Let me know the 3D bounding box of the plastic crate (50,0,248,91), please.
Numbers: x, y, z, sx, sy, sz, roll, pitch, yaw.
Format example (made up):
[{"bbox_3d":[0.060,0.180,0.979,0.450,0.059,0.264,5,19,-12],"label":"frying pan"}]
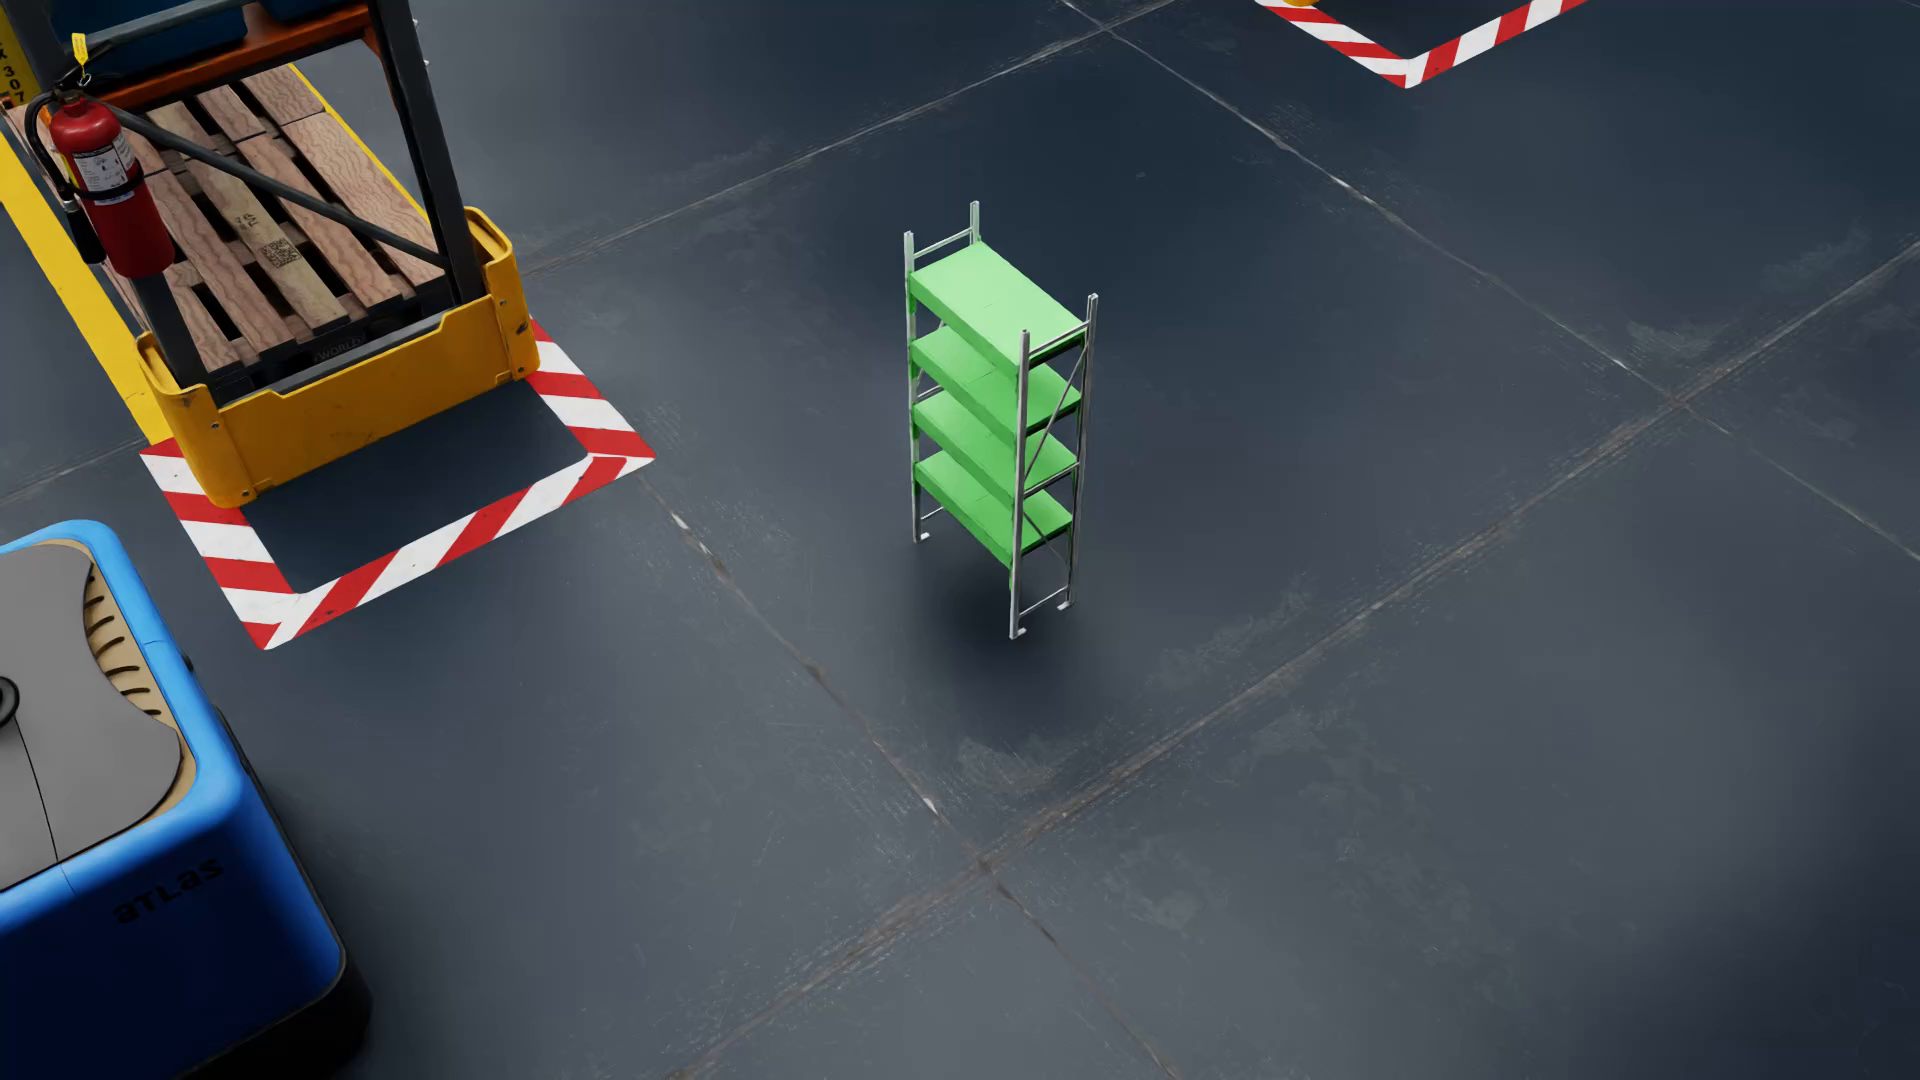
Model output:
[{"bbox_3d":[-2.383,-1.604,4.615,0.616,0.435,0.499,-29,54,-24],"label":"plastic crate"}]

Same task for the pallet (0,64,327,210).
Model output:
[{"bbox_3d":[-3.235,-1.745,6.689,1.003,0.211,1.213,-29,54,-24],"label":"pallet"}]

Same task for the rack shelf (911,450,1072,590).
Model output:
[{"bbox_3d":[0.100,-0.101,4.942,0.258,0.148,0.480,-29,54,-24],"label":"rack shelf"}]

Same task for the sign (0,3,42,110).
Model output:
[{"bbox_3d":[-2.460,-1.257,4.255,0.100,0.325,0.005,-29,54,-24],"label":"sign"}]

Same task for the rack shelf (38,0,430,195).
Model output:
[{"bbox_3d":[-3.243,-2.396,5.883,1.077,0.370,4.000,-29,54,-24],"label":"rack shelf"}]

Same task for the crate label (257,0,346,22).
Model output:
[{"bbox_3d":[-1.919,-1.716,4.853,0.416,0.233,0.303,-29,54,-24],"label":"crate label"}]

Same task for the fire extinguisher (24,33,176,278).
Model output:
[{"bbox_3d":[-2.302,-1.015,4.449,0.296,0.674,0.183,-29,54,-24],"label":"fire extinguisher"}]

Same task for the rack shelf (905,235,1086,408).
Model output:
[{"bbox_3d":[0.100,-0.585,4.409,0.258,0.148,0.480,-29,54,-24],"label":"rack shelf"}]

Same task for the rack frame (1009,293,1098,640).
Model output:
[{"bbox_3d":[0.248,-0.162,4.587,0.240,1.200,0.015,-29,54,-24],"label":"rack frame"}]

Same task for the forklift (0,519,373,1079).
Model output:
[{"bbox_3d":[-2.940,0.593,2.734,3.031,2.935,1.130,-28,54,-23],"label":"forklift"}]

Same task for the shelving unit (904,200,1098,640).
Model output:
[{"bbox_3d":[0.100,-0.305,4.717,0.258,1.200,0.503,-29,54,-24],"label":"shelving unit"}]

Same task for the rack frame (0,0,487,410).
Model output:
[{"bbox_3d":[-2.032,-1.459,4.548,1.000,3.000,0.127,-29,54,-24],"label":"rack frame"}]

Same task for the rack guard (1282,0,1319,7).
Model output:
[{"bbox_3d":[1.867,-2.884,7.527,1.175,0.500,0.348,-29,54,-24],"label":"rack guard"}]

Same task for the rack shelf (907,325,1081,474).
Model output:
[{"bbox_3d":[0.100,-0.424,4.587,0.258,0.148,0.480,-29,54,-24],"label":"rack shelf"}]

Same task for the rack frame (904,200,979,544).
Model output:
[{"bbox_3d":[-0.048,-0.449,4.847,0.240,1.200,0.015,-29,54,-24],"label":"rack frame"}]

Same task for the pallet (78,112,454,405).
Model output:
[{"bbox_3d":[-2.500,-1.026,6.037,1.003,0.211,1.213,-29,54,-24],"label":"pallet"}]

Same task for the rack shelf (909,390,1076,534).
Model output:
[{"bbox_3d":[0.100,-0.262,4.764,0.258,0.148,0.480,-29,54,-24],"label":"rack shelf"}]

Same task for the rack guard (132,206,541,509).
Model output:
[{"bbox_3d":[-2.007,-0.611,5.466,1.175,0.500,0.348,-29,54,-24],"label":"rack guard"}]
